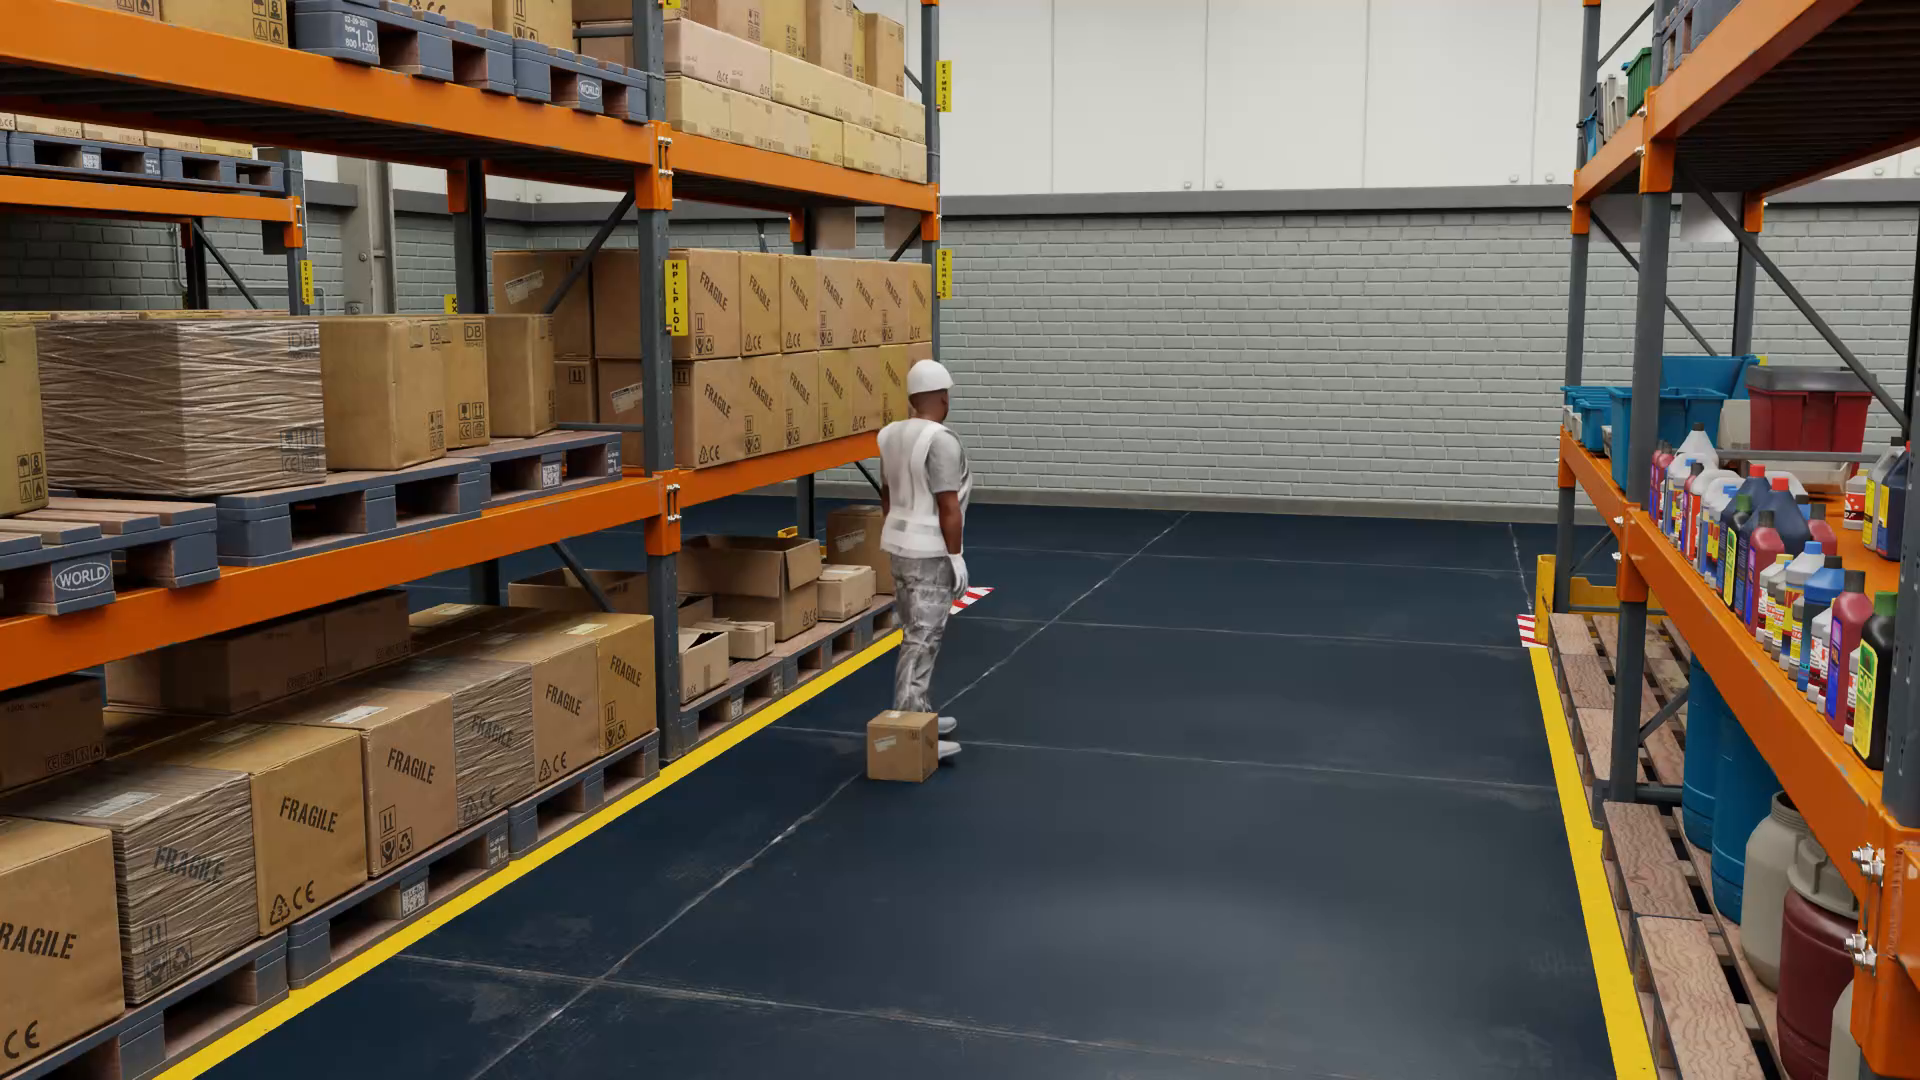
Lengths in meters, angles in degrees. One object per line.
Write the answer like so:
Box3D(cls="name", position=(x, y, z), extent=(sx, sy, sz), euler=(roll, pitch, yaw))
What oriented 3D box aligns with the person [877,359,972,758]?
Box3D(cls="person", position=(-0.146, 0.072, 7.605), extent=(0.485, 1.785, 0.584), euler=(-4, 9, -28))
